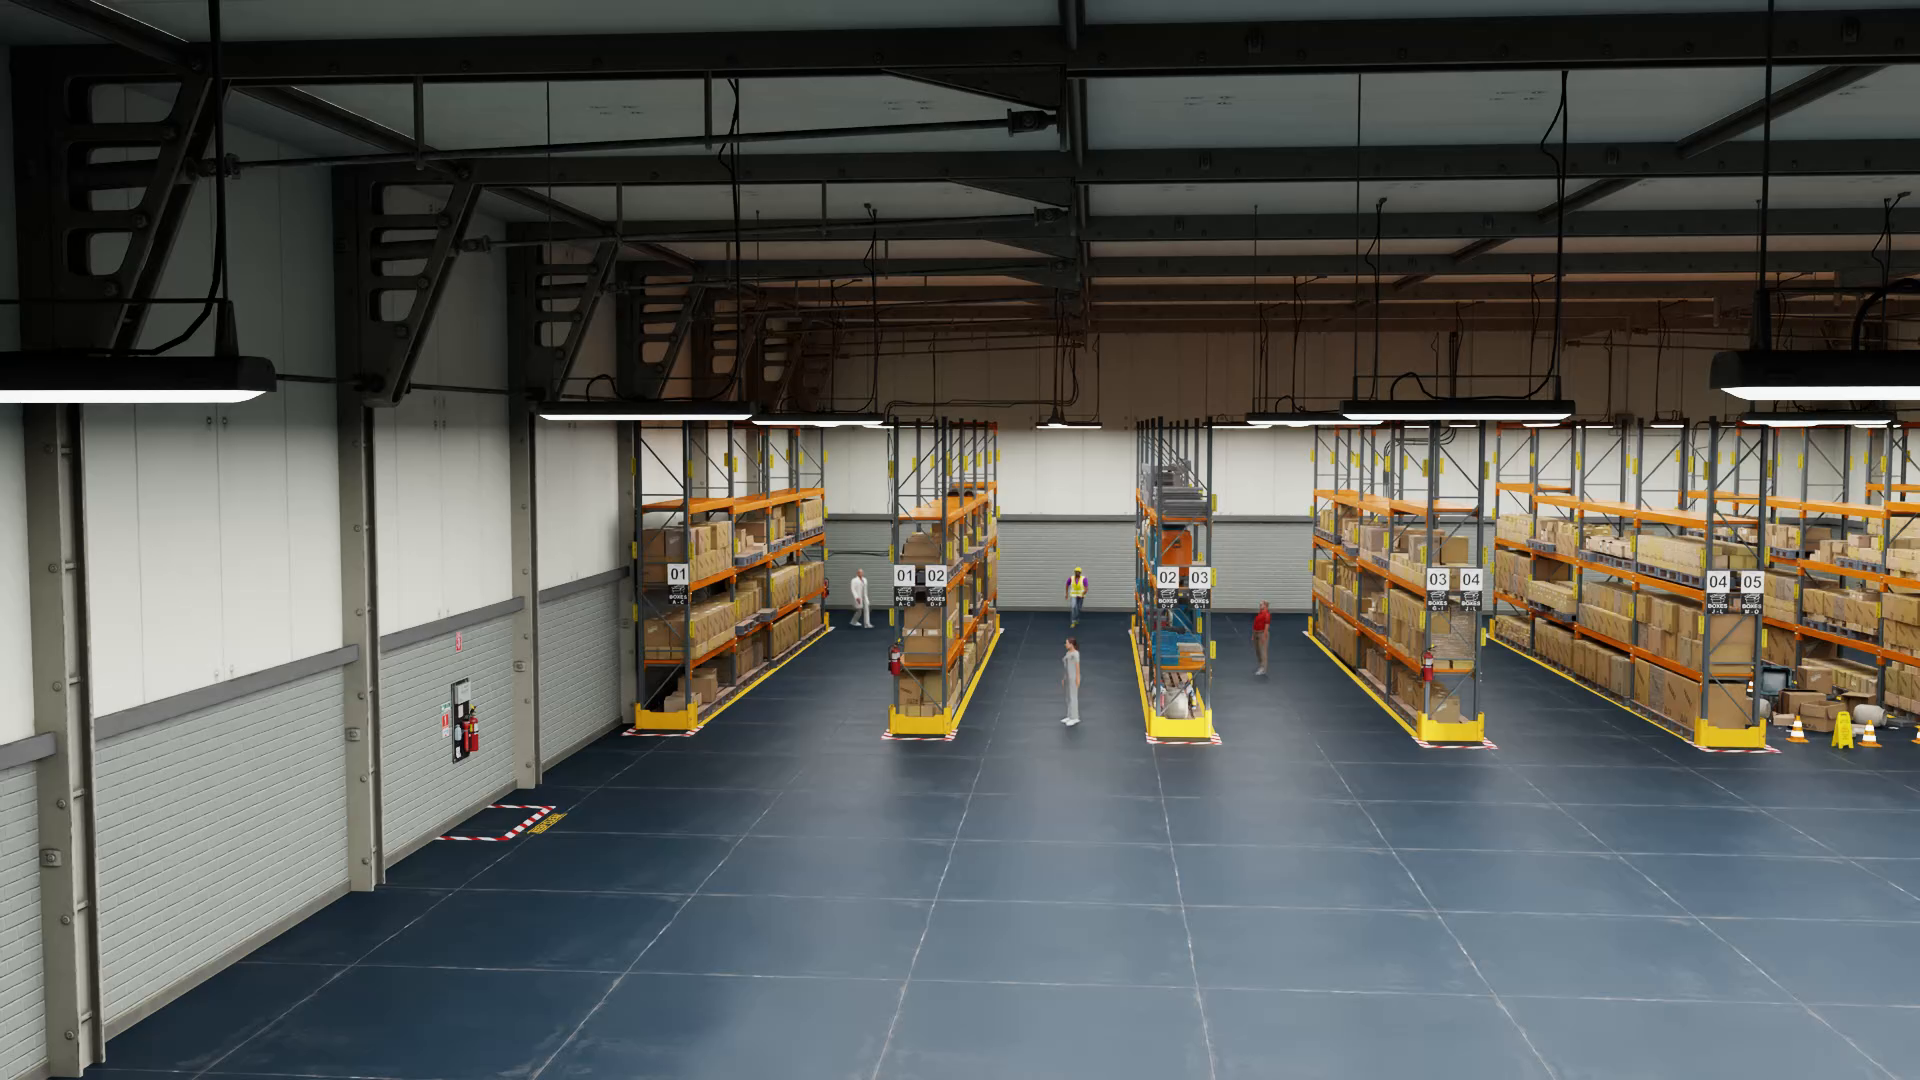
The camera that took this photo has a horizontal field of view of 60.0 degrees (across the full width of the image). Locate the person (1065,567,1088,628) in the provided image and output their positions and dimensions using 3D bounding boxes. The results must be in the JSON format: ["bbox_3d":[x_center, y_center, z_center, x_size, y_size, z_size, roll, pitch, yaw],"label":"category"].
[{"bbox_3d":[3.441,1.690,48.969,0.646,1.788,0.874,0,4,0],"label":"person"}]

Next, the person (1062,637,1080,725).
[{"bbox_3d":[2.175,2.759,32.680,0.419,1.701,0.543,-1,4,-21],"label":"person"}]

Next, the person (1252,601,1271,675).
[{"bbox_3d":[7.132,2.303,39.410,0.519,1.738,0.556,-2,4,-30],"label":"person"}]

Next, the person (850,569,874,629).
[{"bbox_3d":[-2.890,1.706,48.312,0.648,1.735,0.992,-3,5,-39],"label":"person"}]
